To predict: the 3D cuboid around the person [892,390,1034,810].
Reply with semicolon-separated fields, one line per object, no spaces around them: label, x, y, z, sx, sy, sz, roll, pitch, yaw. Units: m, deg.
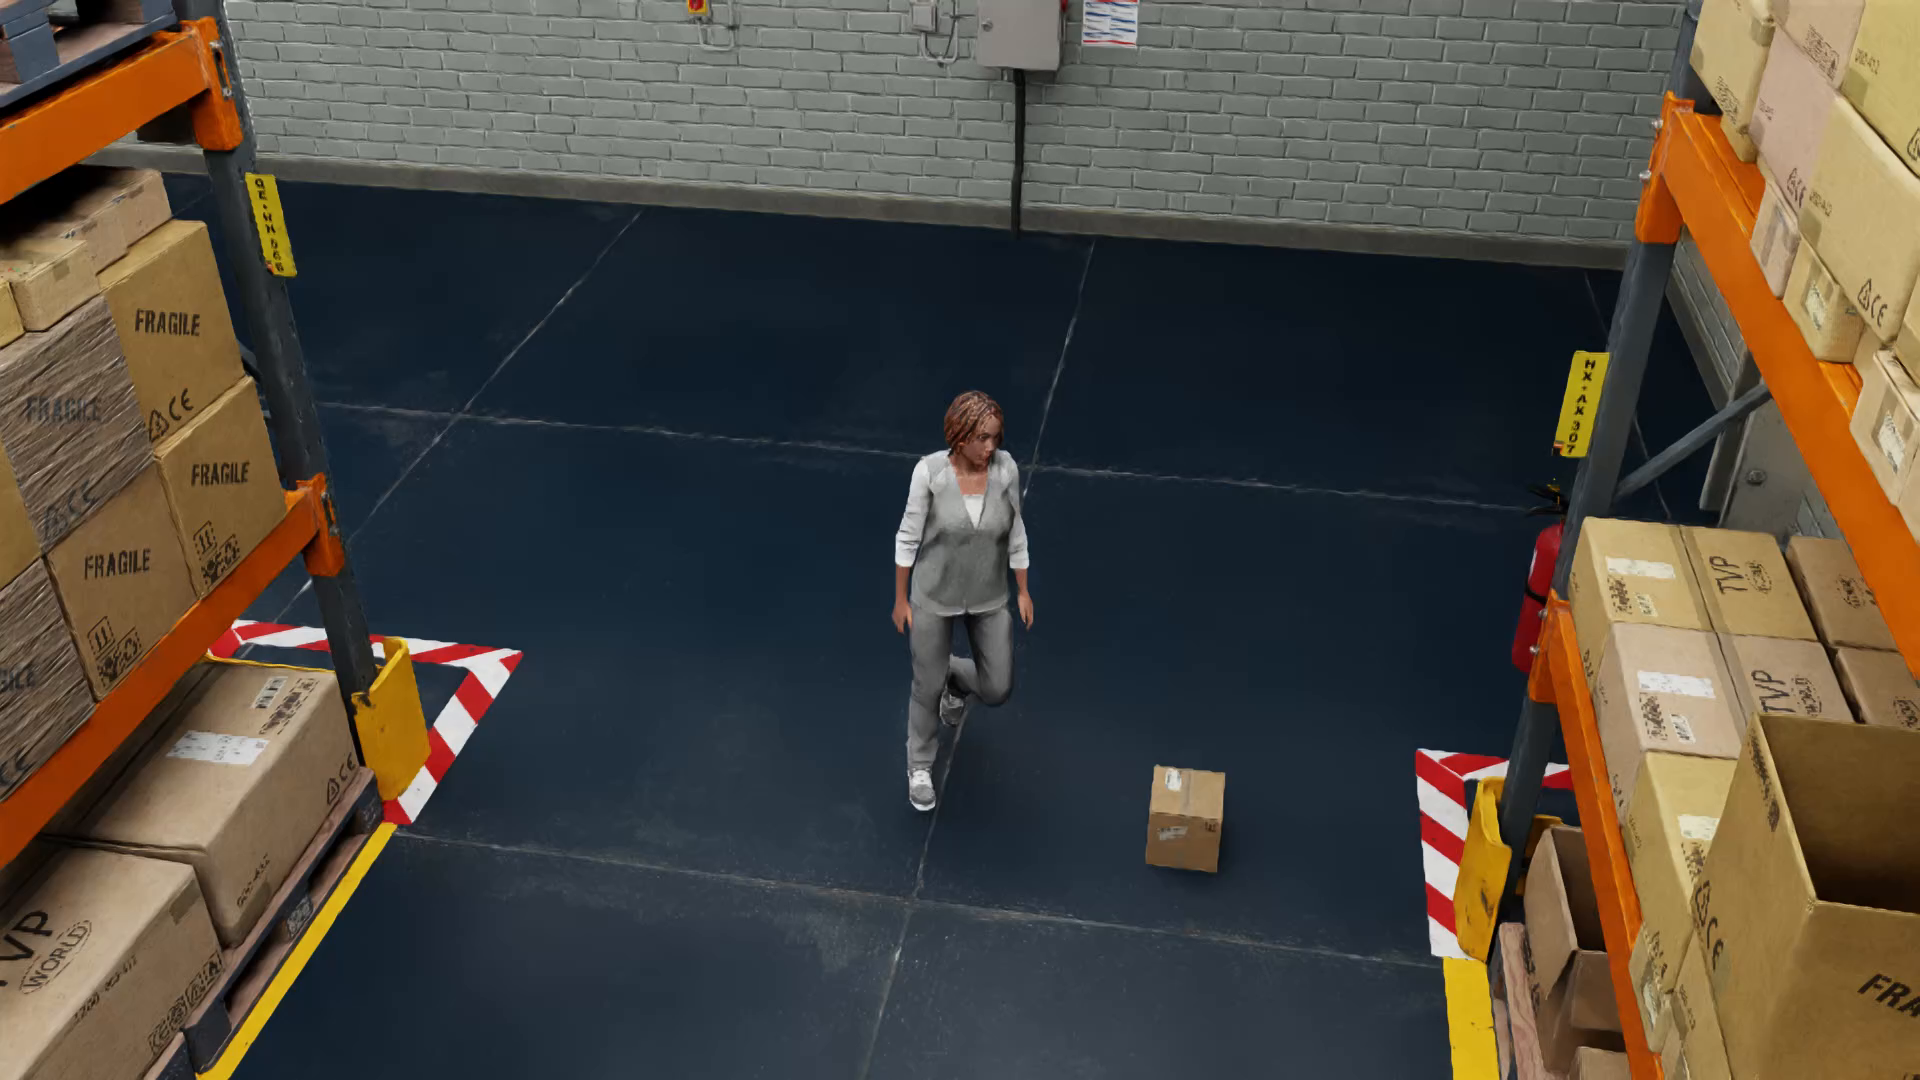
person;0.002;0.189;5.846;0.498;1.569;0.499;-6;33;-9
